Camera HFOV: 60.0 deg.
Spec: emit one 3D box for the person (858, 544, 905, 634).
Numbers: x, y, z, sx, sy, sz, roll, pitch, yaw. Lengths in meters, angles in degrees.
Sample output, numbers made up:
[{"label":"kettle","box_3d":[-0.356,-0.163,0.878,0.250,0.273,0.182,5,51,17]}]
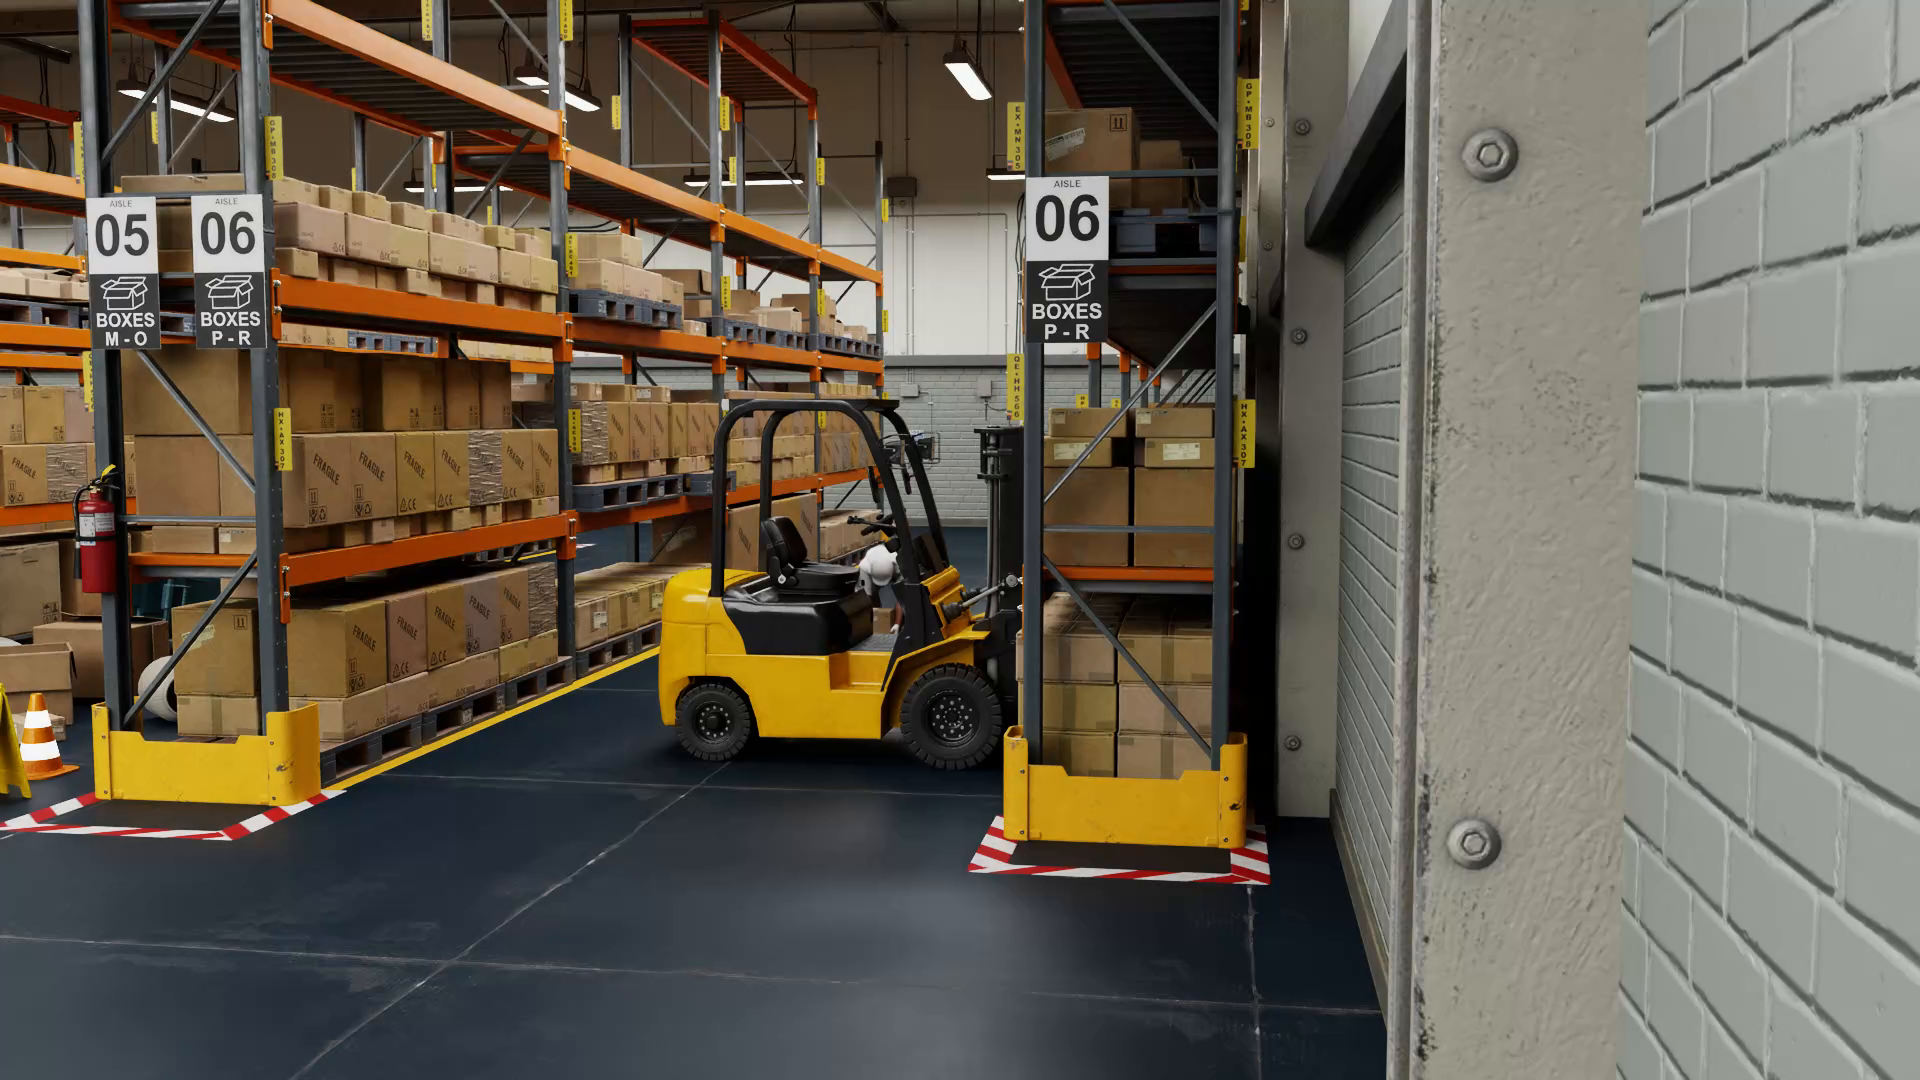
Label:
[{"label":"person","box_3d":[-0.676,0.471,15.722,0.534,0.845,0.992,1,4,7]}]
